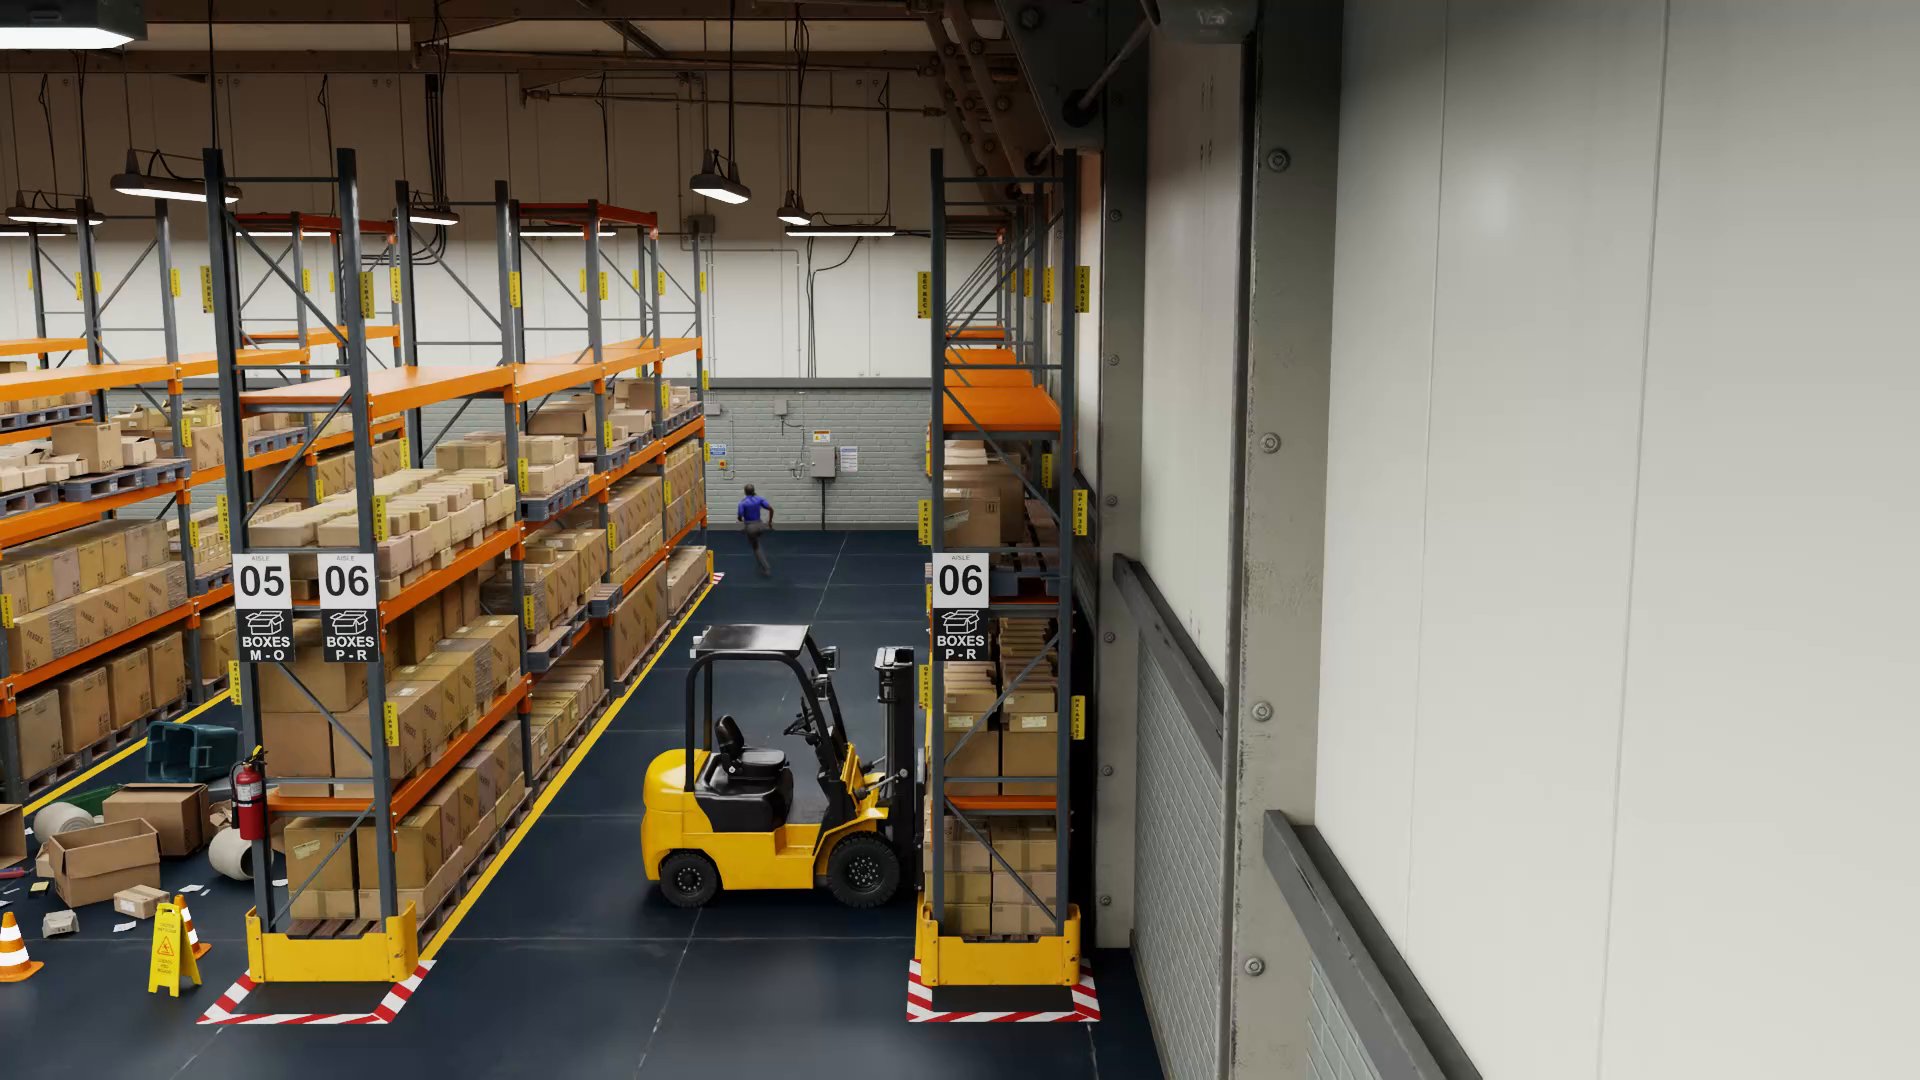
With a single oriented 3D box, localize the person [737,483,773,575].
[{"bbox_3d":[-3.561,-0.194,28.530,0.576,1.591,0.626,-7,12,-38],"label":"person"}]
